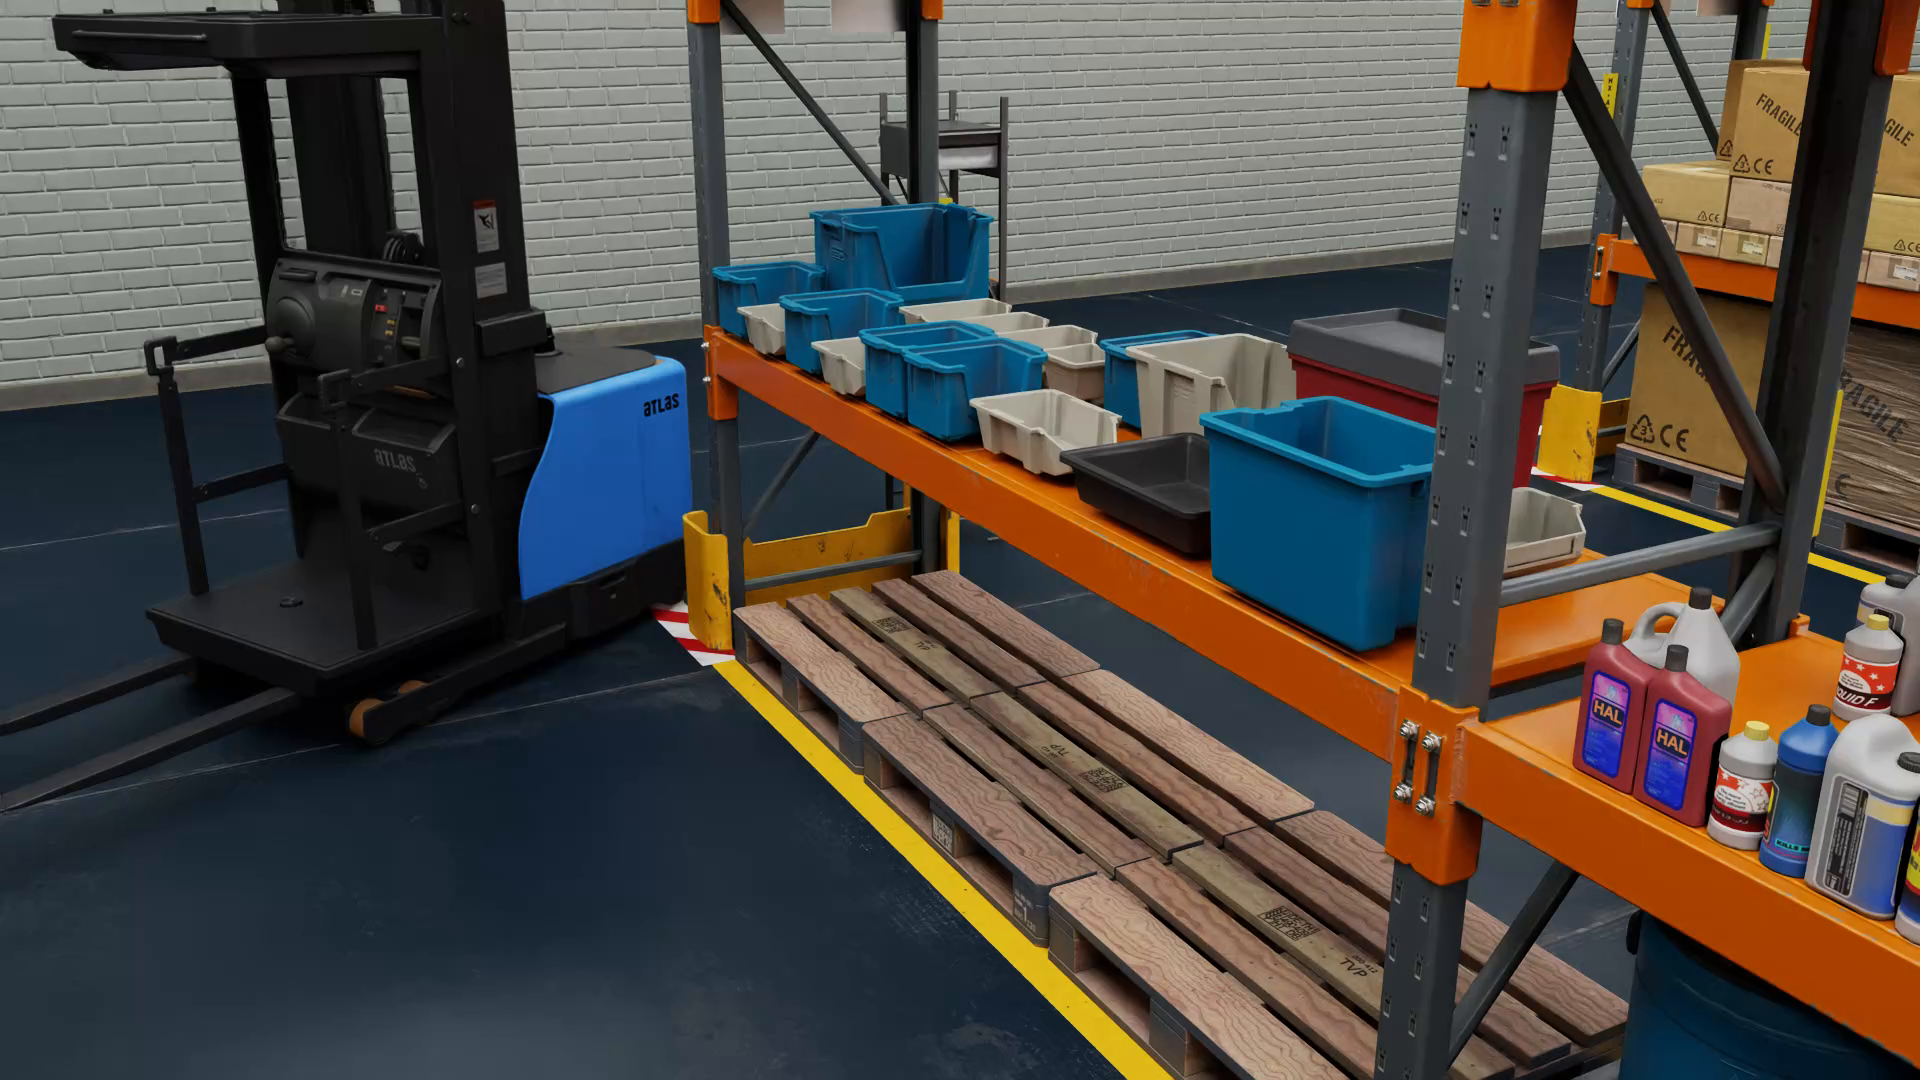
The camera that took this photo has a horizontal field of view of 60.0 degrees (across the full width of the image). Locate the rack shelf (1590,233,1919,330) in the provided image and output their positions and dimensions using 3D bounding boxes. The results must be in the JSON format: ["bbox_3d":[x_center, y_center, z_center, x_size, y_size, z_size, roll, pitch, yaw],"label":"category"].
[{"bbox_3d":[4.756,-0.943,7.367,1.077,0.370,4.000,-10,21,-27],"label":"rack shelf"}]

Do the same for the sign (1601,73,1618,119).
[{"bbox_3d":[3.315,-2.219,8.515,0.100,0.325,0.005,-10,21,-27],"label":"sign"}]

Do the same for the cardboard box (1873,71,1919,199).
[{"bbox_3d":[4.285,-1.810,7.402,0.500,0.500,0.500,-11,22,-28],"label":"cardboard box"}]

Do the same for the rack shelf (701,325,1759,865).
[{"bbox_3d":[0.397,-0.175,5.144,1.077,0.370,4.000,-10,21,-27],"label":"rack shelf"}]

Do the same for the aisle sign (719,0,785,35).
[{"bbox_3d":[-0.848,-2.293,6.193,0.394,0.787,0.004,-10,21,-27],"label":"aisle sign"}]

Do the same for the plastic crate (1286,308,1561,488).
[{"bbox_3d":[1.143,-0.295,4.198,0.402,0.464,0.583,-10,21,-27],"label":"plastic crate"}]

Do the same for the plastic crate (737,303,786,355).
[{"bbox_3d":[-0.646,-0.766,6.066,0.250,0.136,0.298,-10,21,-27],"label":"plastic crate"}]

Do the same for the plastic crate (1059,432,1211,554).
[{"bbox_3d":[0.579,-0.119,4.208,0.437,0.125,0.590,-10,21,-27],"label":"plastic crate"}]

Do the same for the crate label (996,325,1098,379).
[{"bbox_3d":[0.272,-0.626,5.658,0.396,0.136,0.243,-10,21,-27],"label":"crate label"}]

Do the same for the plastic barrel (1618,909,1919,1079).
[{"bbox_3d":[1.590,1.011,3.176,0.600,0.901,0.708,-10,21,-27],"label":"plastic barrel"}]

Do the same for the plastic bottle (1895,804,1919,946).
[{"bbox_3d":[1.436,0.454,2.414,0.097,0.271,0.097,0,19,0],"label":"plastic bottle"}]

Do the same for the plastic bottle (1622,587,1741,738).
[{"bbox_3d":[1.248,0.245,2.899,0.144,0.351,0.185,-10,21,-27],"label":"plastic bottle"}]

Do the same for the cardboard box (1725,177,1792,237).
[{"bbox_3d":[4.049,-1.599,7.940,0.500,0.250,0.500,-10,22,-27],"label":"cardboard box"}]

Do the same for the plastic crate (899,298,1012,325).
[{"bbox_3d":[-0.006,-0.787,6.126,0.396,0.136,0.243,-10,21,-27],"label":"plastic crate"}]

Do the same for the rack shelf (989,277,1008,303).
[{"bbox_3d":[-0.079,-1.027,7.931,0.431,0.518,0.480,-10,21,-27],"label":"rack shelf"}]

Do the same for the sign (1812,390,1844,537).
[{"bbox_3d":[1.832,-0.157,3.563,0.100,0.325,0.005,-10,21,-27],"label":"sign"}]

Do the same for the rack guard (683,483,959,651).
[{"bbox_3d":[-0.576,0.087,7.112,1.175,0.500,0.348,-10,21,-27],"label":"rack guard"}]

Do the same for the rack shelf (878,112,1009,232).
[{"bbox_3d":[-0.079,-1.689,7.703,0.431,0.518,0.480,-10,21,-27],"label":"rack shelf"}]

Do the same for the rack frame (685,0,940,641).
[{"bbox_3d":[-0.553,-1.090,6.690,1.000,3.000,0.127,-10,21,-27],"label":"rack frame"}]

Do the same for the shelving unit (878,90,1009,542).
[{"bbox_3d":[-0.079,-1.040,7.927,0.431,2.100,0.503,-10,21,-27],"label":"shelving unit"}]

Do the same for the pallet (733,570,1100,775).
[{"bbox_3d":[-0.195,0.471,6.442,1.003,0.211,1.213,-10,21,-27],"label":"pallet"}]

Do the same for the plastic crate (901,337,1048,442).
[{"bbox_3d":[0.042,-0.453,5.010,0.416,0.233,0.300,-10,21,-27],"label":"plastic crate"}]

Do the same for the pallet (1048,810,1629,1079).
[{"bbox_3d":[0.963,1.172,4.412,1.003,0.211,1.213,-10,21,-27],"label":"pallet"}]

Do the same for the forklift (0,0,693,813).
[{"bbox_3d":[-2.376,-0.822,6.019,1.130,2.935,3.031,12,22,31],"label":"forklift"}]

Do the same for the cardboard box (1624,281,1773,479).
[{"bbox_3d":[4.180,-0.880,8.695,0.875,0.875,0.875,-10,21,-27],"label":"cardboard box"}]

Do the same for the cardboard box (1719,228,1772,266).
[{"bbox_3d":[3.929,-1.438,8.086,0.380,0.149,0.250,-11,22,-28],"label":"cardboard box"}]

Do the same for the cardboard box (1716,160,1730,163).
[{"bbox_3d":[4.270,-1.828,8.606,0.500,0.250,0.500,-10,22,-28],"label":"cardboard box"}]

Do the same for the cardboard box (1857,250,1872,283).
[{"bbox_3d":[4.174,-1.290,7.657,0.380,0.149,0.250,-10,22,-28],"label":"cardboard box"}]

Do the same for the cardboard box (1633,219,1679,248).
[{"bbox_3d":[3.684,-1.585,8.511,0.380,0.149,0.250,-10,21,-26],"label":"cardboard box"}]

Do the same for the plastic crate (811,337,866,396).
[{"bbox_3d":[-0.324,-0.572,5.502,0.250,0.136,0.298,-10,21,-27],"label":"plastic crate"}]

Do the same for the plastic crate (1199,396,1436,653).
[{"bbox_3d":[0.825,-0.043,3.591,0.392,0.384,0.575,-10,21,-27],"label":"plastic crate"}]

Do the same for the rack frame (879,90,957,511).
[{"bbox_3d":[-0.194,-1.110,8.130,0.400,2.100,0.015,-10,21,-27],"label":"rack frame"}]

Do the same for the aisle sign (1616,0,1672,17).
[{"bbox_3d":[3.508,-3.060,8.415,0.394,0.787,0.004,-10,21,-27],"label":"aisle sign"}]

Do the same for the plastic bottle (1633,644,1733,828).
[{"bbox_3d":[1.209,0.324,2.774,0.061,0.283,0.133,-10,21,-27],"label":"plastic bottle"}]

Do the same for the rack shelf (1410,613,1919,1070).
[{"bbox_3d":[2.296,0.973,1.816,1.077,0.370,4.000,-10,21,-27],"label":"rack shelf"}]

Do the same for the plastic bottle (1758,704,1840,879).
[{"bbox_3d":[1.326,0.387,2.607,0.097,0.271,0.097,0,19,0],"label":"plastic bottle"}]

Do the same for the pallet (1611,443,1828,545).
[{"bbox_3d":[4.255,-0.321,8.738,1.003,0.211,1.213,-10,21,-27],"label":"pallet"}]

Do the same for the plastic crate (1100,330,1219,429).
[{"bbox_3d":[0.648,-0.489,5.114,0.416,0.233,0.300,-10,21,-27],"label":"plastic crate"}]
